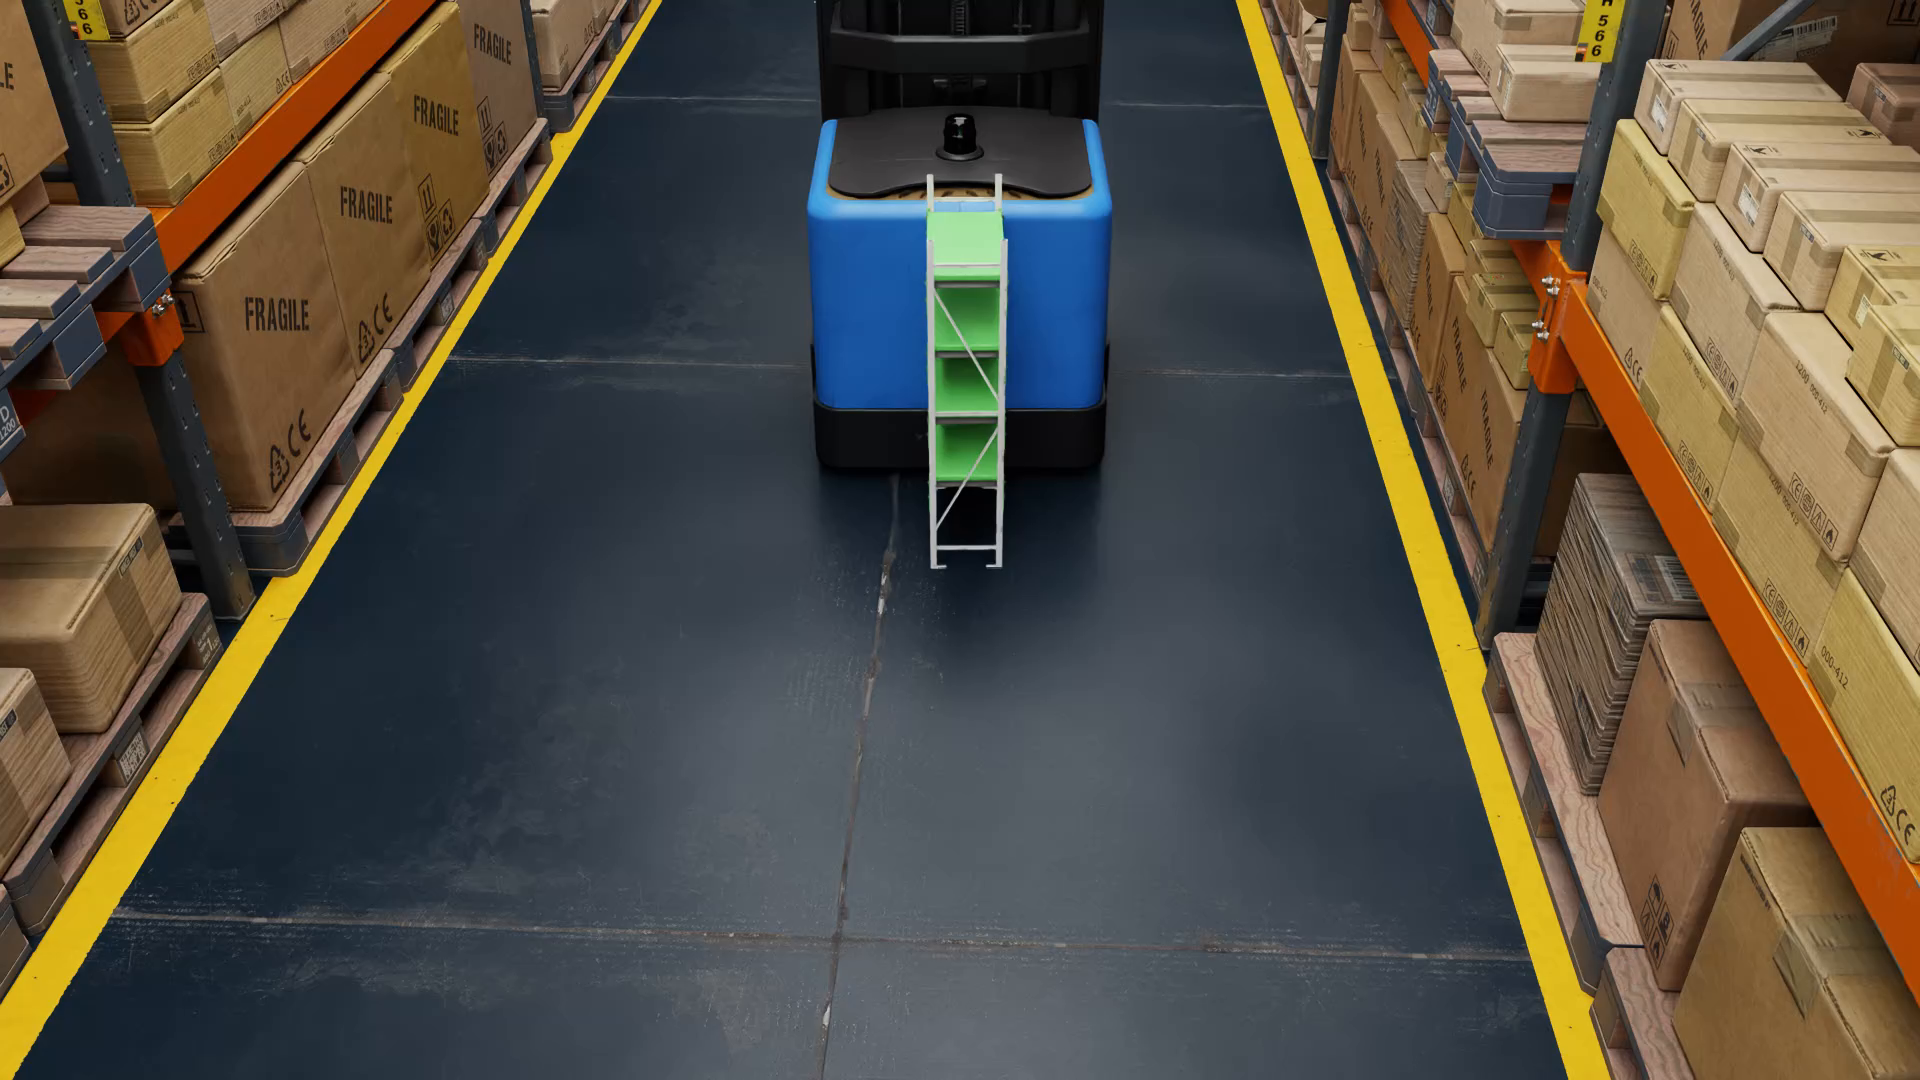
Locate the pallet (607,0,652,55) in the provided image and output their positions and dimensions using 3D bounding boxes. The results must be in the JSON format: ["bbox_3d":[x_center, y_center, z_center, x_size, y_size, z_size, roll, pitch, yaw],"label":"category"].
[{"bbox_3d":[-2.498,-3.302,10.264,1.003,0.211,1.213,1,35,2],"label":"pallet"}]

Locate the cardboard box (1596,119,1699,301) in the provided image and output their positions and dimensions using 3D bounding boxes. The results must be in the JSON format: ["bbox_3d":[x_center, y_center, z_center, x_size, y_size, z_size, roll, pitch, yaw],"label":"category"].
[{"bbox_3d":[1.860,-0.788,3.959,0.500,0.250,0.500,1,35,2],"label":"cardboard box"}]

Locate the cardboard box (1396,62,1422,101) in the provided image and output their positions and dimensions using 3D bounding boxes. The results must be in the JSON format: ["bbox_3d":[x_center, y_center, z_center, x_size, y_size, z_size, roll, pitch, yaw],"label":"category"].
[{"bbox_3d":[2.097,-1.940,7.147,0.380,0.149,0.250,1,35,1],"label":"cardboard box"}]

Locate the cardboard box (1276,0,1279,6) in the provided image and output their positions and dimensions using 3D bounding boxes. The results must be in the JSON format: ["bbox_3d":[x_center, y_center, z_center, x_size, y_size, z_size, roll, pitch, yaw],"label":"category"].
[{"bbox_3d":[2.154,-3.499,9.928,0.500,0.500,0.500,2,35,3],"label":"cardboard box"}]

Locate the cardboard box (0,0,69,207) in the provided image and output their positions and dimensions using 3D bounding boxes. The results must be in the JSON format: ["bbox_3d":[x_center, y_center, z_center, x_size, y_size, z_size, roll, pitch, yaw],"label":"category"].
[{"bbox_3d":[-2.554,-1.073,3.958,0.500,0.500,0.500,0,35,1],"label":"cardboard box"}]

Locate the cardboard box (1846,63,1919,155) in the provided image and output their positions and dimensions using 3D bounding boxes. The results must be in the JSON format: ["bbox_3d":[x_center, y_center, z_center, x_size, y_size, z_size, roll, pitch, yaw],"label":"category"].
[{"bbox_3d":[2.336,-1.009,3.926,0.380,0.149,0.250,2,35,3],"label":"cardboard box"}]

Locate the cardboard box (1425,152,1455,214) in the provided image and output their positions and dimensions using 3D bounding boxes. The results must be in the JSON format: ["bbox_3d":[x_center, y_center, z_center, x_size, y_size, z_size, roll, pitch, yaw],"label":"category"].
[{"bbox_3d":[1.995,-1.359,6.320,0.380,0.149,0.250,0,35,0],"label":"cardboard box"}]

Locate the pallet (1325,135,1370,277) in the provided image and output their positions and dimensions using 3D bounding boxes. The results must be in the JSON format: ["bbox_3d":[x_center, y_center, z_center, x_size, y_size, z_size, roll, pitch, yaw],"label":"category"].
[{"bbox_3d":[2.312,-1.583,7.819,1.003,0.211,1.213,1,35,2],"label":"pallet"}]

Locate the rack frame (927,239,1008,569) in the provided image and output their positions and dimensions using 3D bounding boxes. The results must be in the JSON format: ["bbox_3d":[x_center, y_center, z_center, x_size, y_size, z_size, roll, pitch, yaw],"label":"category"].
[{"bbox_3d":[0.021,-0.397,5.272,0.240,1.200,0.015,0,35,-1],"label":"rack frame"}]

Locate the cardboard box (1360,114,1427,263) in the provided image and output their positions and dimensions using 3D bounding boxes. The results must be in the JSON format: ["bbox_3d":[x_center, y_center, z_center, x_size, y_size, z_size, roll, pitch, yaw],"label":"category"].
[{"bbox_3d":[2.027,-1.476,7.050,0.500,0.500,0.500,0,35,0],"label":"cardboard box"}]

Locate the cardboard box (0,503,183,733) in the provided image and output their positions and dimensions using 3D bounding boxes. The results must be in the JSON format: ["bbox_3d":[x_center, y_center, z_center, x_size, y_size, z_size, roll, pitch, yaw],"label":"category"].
[{"bbox_3d":[-2.846,0.221,4.747,0.950,0.372,0.625,-1,35,-1],"label":"cardboard box"}]

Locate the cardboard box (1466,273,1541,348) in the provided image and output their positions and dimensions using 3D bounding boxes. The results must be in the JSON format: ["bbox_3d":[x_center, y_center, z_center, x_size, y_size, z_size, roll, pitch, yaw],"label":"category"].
[{"bbox_3d":[1.893,-0.756,5.461,0.380,0.149,0.250,0,35,-1],"label":"cardboard box"}]

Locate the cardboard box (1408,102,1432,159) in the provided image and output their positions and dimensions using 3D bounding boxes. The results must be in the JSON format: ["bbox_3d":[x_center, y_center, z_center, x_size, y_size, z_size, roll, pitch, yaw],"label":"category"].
[{"bbox_3d":[2.037,-1.655,6.741,0.380,0.149,0.250,3,35,4],"label":"cardboard box"}]

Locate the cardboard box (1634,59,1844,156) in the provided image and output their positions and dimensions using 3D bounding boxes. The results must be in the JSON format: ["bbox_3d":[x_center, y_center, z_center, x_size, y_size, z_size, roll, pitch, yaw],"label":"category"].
[{"bbox_3d":[1.839,-1.024,3.947,0.380,0.149,0.250,2,35,3],"label":"cardboard box"}]

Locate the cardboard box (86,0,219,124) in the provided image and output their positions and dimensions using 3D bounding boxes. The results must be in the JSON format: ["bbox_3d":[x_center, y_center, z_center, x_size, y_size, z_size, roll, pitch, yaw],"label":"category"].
[{"bbox_3d":[-2.546,-1.435,4.879,0.500,0.250,0.500,1,35,2],"label":"cardboard box"}]

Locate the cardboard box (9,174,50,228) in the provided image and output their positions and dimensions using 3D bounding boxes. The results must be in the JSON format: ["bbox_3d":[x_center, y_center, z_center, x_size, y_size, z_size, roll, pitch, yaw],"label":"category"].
[{"bbox_3d":[-2.591,-0.882,4.249,0.380,0.149,0.250,3,35,4],"label":"cardboard box"}]

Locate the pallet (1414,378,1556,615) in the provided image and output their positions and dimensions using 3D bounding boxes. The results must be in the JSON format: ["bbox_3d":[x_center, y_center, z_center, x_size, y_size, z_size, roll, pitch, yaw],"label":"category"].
[{"bbox_3d":[2.214,-0.181,5.824,1.003,0.211,1.213,1,35,2],"label":"pallet"}]

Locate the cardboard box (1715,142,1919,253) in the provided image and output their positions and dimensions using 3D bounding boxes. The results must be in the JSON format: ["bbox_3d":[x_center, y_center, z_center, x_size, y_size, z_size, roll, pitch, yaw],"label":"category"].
[{"bbox_3d":[1.845,-0.722,3.518,0.380,0.149,0.250,2,35,3],"label":"cardboard box"}]

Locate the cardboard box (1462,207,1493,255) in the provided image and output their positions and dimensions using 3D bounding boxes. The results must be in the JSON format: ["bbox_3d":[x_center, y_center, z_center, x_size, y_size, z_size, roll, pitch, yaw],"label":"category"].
[{"bbox_3d":[2.004,-1.057,5.889,0.380,0.149,0.250,2,35,3],"label":"cardboard box"}]

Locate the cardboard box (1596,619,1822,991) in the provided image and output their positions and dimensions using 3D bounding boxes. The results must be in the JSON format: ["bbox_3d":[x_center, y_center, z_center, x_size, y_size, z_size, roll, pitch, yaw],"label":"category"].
[{"bbox_3d":[2.089,0.639,3.932,0.875,0.625,0.625,2,35,3],"label":"cardboard box"}]

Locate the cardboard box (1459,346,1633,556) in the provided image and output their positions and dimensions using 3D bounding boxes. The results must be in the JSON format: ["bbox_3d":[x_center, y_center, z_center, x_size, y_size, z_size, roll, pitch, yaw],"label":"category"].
[{"bbox_3d":[1.949,-0.291,5.364,0.500,0.500,0.500,2,35,3],"label":"cardboard box"}]

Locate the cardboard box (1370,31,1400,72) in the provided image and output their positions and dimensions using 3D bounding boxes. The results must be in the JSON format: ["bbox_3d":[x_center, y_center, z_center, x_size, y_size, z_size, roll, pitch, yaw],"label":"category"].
[{"bbox_3d":[2.093,-2.246,7.581,0.380,0.149,0.250,0,35,1],"label":"cardboard box"}]

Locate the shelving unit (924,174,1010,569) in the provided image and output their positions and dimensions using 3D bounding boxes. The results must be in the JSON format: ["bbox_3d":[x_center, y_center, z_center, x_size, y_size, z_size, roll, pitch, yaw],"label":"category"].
[{"bbox_3d":[0.018,-0.538,5.472,0.258,1.200,0.503,0,35,-1],"label":"shelving unit"}]

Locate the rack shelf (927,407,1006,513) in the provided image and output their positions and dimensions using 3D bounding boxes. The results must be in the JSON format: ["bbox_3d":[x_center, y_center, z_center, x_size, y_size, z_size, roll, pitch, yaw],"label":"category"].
[{"bbox_3d":[0.018,-0.289,5.646,0.258,0.148,0.480,0,35,-1],"label":"rack shelf"}]

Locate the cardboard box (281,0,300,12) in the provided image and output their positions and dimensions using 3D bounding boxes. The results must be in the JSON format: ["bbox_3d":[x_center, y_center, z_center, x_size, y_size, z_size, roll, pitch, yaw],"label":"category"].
[{"bbox_3d":[-2.492,-2.018,5.708,0.500,0.250,0.500,1,35,2],"label":"cardboard box"}]

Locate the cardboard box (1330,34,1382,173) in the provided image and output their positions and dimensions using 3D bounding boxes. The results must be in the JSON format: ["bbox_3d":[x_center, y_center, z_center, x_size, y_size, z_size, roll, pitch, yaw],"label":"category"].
[{"bbox_3d":[2.063,-2.069,7.893,0.500,0.500,0.500,3,35,4],"label":"cardboard box"}]

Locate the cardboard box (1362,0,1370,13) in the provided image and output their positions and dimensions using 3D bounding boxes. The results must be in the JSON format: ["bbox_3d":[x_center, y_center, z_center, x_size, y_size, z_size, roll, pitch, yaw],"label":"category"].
[{"bbox_3d":[2.087,-2.527,7.723,0.380,0.149,0.250,1,35,1],"label":"cardboard box"}]

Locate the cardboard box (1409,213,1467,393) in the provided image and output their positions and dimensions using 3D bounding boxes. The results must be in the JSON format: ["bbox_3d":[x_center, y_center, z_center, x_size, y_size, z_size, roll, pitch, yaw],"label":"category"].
[{"bbox_3d":[1.998,-0.879,6.201,0.500,0.500,0.500,3,35,4],"label":"cardboard box"}]

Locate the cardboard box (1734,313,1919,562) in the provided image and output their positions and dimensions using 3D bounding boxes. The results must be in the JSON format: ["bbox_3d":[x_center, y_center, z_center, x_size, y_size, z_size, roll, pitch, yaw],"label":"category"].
[{"bbox_3d":[1.824,-0.200,3.121,0.500,0.250,0.500,0,35,1],"label":"cardboard box"}]

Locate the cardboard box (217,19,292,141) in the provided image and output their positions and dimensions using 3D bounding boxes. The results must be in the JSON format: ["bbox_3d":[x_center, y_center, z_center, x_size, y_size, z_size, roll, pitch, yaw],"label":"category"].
[{"bbox_3d":[-2.539,-1.516,5.429,0.500,0.250,0.500,0,35,1],"label":"cardboard box"}]

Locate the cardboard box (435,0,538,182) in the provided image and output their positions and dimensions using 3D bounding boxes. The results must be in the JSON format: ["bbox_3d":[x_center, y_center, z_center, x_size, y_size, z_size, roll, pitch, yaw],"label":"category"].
[{"bbox_3d":[-2.598,-2.249,7.824,0.875,0.875,0.875,2,35,3],"label":"cardboard box"}]

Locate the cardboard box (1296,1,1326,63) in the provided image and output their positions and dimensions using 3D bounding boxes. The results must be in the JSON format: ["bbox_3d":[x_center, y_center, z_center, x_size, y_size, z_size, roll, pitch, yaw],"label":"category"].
[{"bbox_3d":[2.050,-2.777,9.106,0.396,0.266,0.258,3,35,4],"label":"cardboard box"}]

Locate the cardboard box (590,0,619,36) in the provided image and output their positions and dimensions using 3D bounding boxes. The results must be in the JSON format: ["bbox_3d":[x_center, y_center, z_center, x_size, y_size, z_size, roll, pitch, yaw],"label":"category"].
[{"bbox_3d":[-2.485,-3.301,9.701,0.875,0.438,0.875,0,35,0],"label":"cardboard box"}]

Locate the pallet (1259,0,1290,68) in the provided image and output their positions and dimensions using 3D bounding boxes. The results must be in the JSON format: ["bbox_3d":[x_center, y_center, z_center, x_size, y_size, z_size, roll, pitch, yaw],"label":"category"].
[{"bbox_3d":[2.382,-3.148,10.047,1.003,0.211,1.213,1,35,2],"label":"pallet"}]

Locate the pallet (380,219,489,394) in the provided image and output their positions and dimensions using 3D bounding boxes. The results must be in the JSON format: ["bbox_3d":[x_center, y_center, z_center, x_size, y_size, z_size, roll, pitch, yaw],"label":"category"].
[{"bbox_3d":[-2.655,-1.016,7.012,1.003,0.211,1.213,1,35,2],"label":"pallet"}]

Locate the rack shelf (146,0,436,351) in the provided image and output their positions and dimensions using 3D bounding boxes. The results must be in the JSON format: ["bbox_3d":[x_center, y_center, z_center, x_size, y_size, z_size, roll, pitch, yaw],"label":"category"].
[{"bbox_3d":[-2.733,-1.861,6.415,1.077,0.370,4.000,1,35,2],"label":"rack shelf"}]

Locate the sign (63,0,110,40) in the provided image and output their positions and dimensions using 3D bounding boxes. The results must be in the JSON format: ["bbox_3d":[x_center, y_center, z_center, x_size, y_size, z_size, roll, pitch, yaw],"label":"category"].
[{"bbox_3d":[-2.271,-1.441,4.253,0.100,0.325,0.005,1,35,2],"label":"sign"}]

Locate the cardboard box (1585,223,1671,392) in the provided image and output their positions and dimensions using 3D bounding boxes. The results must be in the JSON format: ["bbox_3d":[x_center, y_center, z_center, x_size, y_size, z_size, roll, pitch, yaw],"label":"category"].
[{"bbox_3d":[1.884,-0.583,4.102,0.500,0.250,0.500,1,35,2],"label":"cardboard box"}]

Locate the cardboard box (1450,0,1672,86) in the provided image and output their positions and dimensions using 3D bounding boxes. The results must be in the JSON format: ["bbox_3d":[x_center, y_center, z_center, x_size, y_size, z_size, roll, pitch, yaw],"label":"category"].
[{"bbox_3d":[1.865,-1.618,5.209,0.500,0.250,0.500,0,35,0],"label":"cardboard box"}]

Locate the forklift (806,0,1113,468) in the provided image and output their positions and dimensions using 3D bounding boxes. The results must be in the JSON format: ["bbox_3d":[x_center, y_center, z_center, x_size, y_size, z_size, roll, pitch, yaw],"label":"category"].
[{"bbox_3d":[0.000,-2.271,6.432,1.130,2.935,3.031,0,35,0],"label":"forklift"}]

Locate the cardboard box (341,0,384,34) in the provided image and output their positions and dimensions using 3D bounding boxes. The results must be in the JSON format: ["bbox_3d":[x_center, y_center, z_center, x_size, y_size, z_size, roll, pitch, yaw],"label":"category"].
[{"bbox_3d":[-2.496,-2.101,6.261,0.500,0.250,0.500,1,35,2],"label":"cardboard box"}]

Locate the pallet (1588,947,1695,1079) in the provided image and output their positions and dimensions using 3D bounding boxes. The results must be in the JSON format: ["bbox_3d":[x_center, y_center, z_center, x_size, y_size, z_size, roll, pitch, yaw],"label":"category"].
[{"bbox_3d":[2.023,1.418,3.549,1.003,0.211,1.213,1,35,2],"label":"pallet"}]

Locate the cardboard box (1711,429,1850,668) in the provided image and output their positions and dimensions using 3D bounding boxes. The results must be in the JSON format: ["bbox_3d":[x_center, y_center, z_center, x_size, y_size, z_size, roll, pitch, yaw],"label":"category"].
[{"bbox_3d":[1.846,0.002,3.269,0.500,0.250,0.500,0,35,0],"label":"cardboard box"}]

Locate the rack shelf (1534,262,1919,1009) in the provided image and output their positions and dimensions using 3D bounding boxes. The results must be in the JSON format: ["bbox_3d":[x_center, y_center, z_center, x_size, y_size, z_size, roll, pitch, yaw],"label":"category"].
[{"bbox_3d":[2.066,0.549,2.985,1.077,0.370,4.000,1,35,2],"label":"rack shelf"}]

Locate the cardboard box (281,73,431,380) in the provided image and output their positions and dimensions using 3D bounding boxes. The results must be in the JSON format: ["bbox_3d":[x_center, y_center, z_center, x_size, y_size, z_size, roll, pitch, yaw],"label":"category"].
[{"bbox_3d":[-2.663,-1.216,6.355,0.875,0.875,0.875,2,35,2],"label":"cardboard box"}]

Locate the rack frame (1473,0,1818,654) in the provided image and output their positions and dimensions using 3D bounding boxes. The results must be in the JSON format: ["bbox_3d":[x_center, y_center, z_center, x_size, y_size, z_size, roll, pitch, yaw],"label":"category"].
[{"bbox_3d":[2.146,-0.894,4.413,1.000,3.000,0.127,1,35,2],"label":"rack frame"}]

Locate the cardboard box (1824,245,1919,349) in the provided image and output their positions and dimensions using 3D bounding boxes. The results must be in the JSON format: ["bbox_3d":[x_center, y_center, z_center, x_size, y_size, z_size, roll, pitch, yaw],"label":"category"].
[{"bbox_3d":[1.867,-0.427,3.098,0.380,0.149,0.250,2,35,2],"label":"cardboard box"}]

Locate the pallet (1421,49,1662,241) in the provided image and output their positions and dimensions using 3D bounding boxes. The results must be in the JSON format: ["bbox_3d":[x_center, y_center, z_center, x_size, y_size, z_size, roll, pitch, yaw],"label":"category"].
[{"bbox_3d":[2.104,-1.207,5.025,1.213,0.211,1.003,1,35,2],"label":"pallet"}]

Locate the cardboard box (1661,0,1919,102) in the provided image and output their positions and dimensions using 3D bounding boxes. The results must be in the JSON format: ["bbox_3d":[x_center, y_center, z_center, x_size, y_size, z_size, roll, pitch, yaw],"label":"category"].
[{"bbox_3d":[2.323,-1.399,4.680,0.500,0.500,0.500,3,35,4],"label":"cardboard box"}]

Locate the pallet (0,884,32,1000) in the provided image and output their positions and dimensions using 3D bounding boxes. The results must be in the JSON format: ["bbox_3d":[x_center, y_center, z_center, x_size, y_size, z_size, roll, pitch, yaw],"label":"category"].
[{"bbox_3d":[-2.898,1.282,3.742,1.003,0.211,1.213,1,35,2],"label":"pallet"}]

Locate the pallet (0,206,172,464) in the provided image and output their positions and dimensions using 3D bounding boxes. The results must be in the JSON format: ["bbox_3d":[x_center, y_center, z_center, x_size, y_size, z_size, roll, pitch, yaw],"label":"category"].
[{"bbox_3d":[-2.736,-0.516,4.043,1.213,0.211,1.003,1,35,2],"label":"pallet"}]

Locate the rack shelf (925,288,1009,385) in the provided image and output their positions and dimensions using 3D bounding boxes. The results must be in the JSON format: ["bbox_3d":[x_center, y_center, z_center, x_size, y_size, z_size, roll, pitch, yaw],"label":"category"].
[{"bbox_3d":[0.018,-0.682,5.370,0.258,0.148,0.480,0,35,-1],"label":"rack shelf"}]

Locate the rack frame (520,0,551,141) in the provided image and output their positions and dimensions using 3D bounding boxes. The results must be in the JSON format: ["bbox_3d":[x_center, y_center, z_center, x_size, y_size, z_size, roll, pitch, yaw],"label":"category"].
[{"bbox_3d":[-2.653,-3.305,7.843,1.000,3.000,0.127,1,35,2],"label":"rack frame"}]
